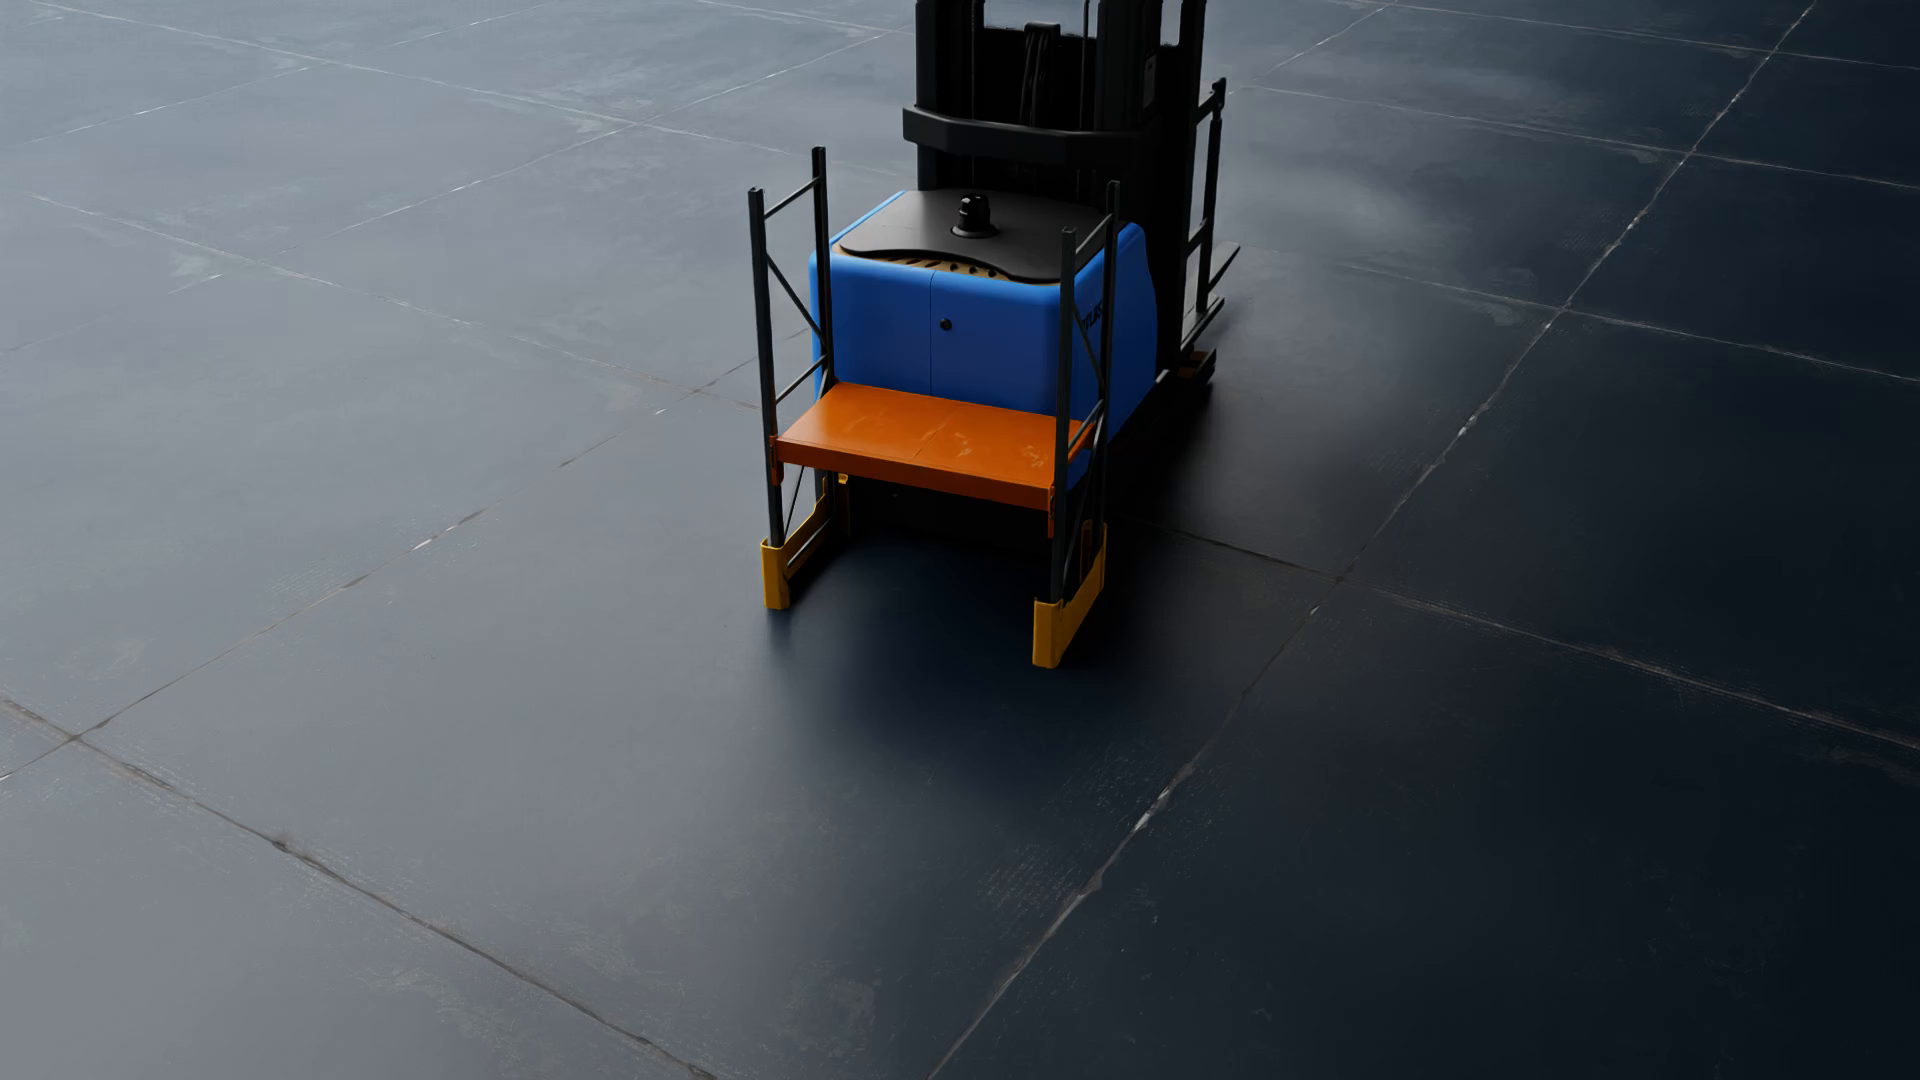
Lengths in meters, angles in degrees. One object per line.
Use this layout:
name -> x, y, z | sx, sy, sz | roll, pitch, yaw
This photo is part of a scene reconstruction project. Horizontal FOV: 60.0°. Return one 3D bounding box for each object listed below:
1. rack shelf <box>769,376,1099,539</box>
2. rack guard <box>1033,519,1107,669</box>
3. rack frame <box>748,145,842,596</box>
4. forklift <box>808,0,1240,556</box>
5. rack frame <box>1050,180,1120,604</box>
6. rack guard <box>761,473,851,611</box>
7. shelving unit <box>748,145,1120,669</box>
rack shelf -> -0.076, -0.295, 5.624 | 1.000, 0.185, 0.538 | 11, 32, 18
rack guard -> 0.380, 0.178, 5.696 | 0.087, 0.250, 0.587 | 11, 32, 18
rack frame -> -0.550, -0.542, 5.691 | 0.032, 1.500, 0.500 | 11, 32, 18
forklift -> 0.495, -1.934, 6.656 | 1.130, 2.935, 3.031 | 12, 32, 20
rack frame -> 0.398, -0.358, 5.375 | 0.032, 1.500, 0.500 | 11, 32, 18
rack guard -> -0.549, -0.002, 6.006 | 0.087, 0.250, 0.587 | 11, 32, 18
shelving unit -> -0.085, -0.452, 5.536 | 1.083, 1.500, 0.587 | 11, 32, 18
